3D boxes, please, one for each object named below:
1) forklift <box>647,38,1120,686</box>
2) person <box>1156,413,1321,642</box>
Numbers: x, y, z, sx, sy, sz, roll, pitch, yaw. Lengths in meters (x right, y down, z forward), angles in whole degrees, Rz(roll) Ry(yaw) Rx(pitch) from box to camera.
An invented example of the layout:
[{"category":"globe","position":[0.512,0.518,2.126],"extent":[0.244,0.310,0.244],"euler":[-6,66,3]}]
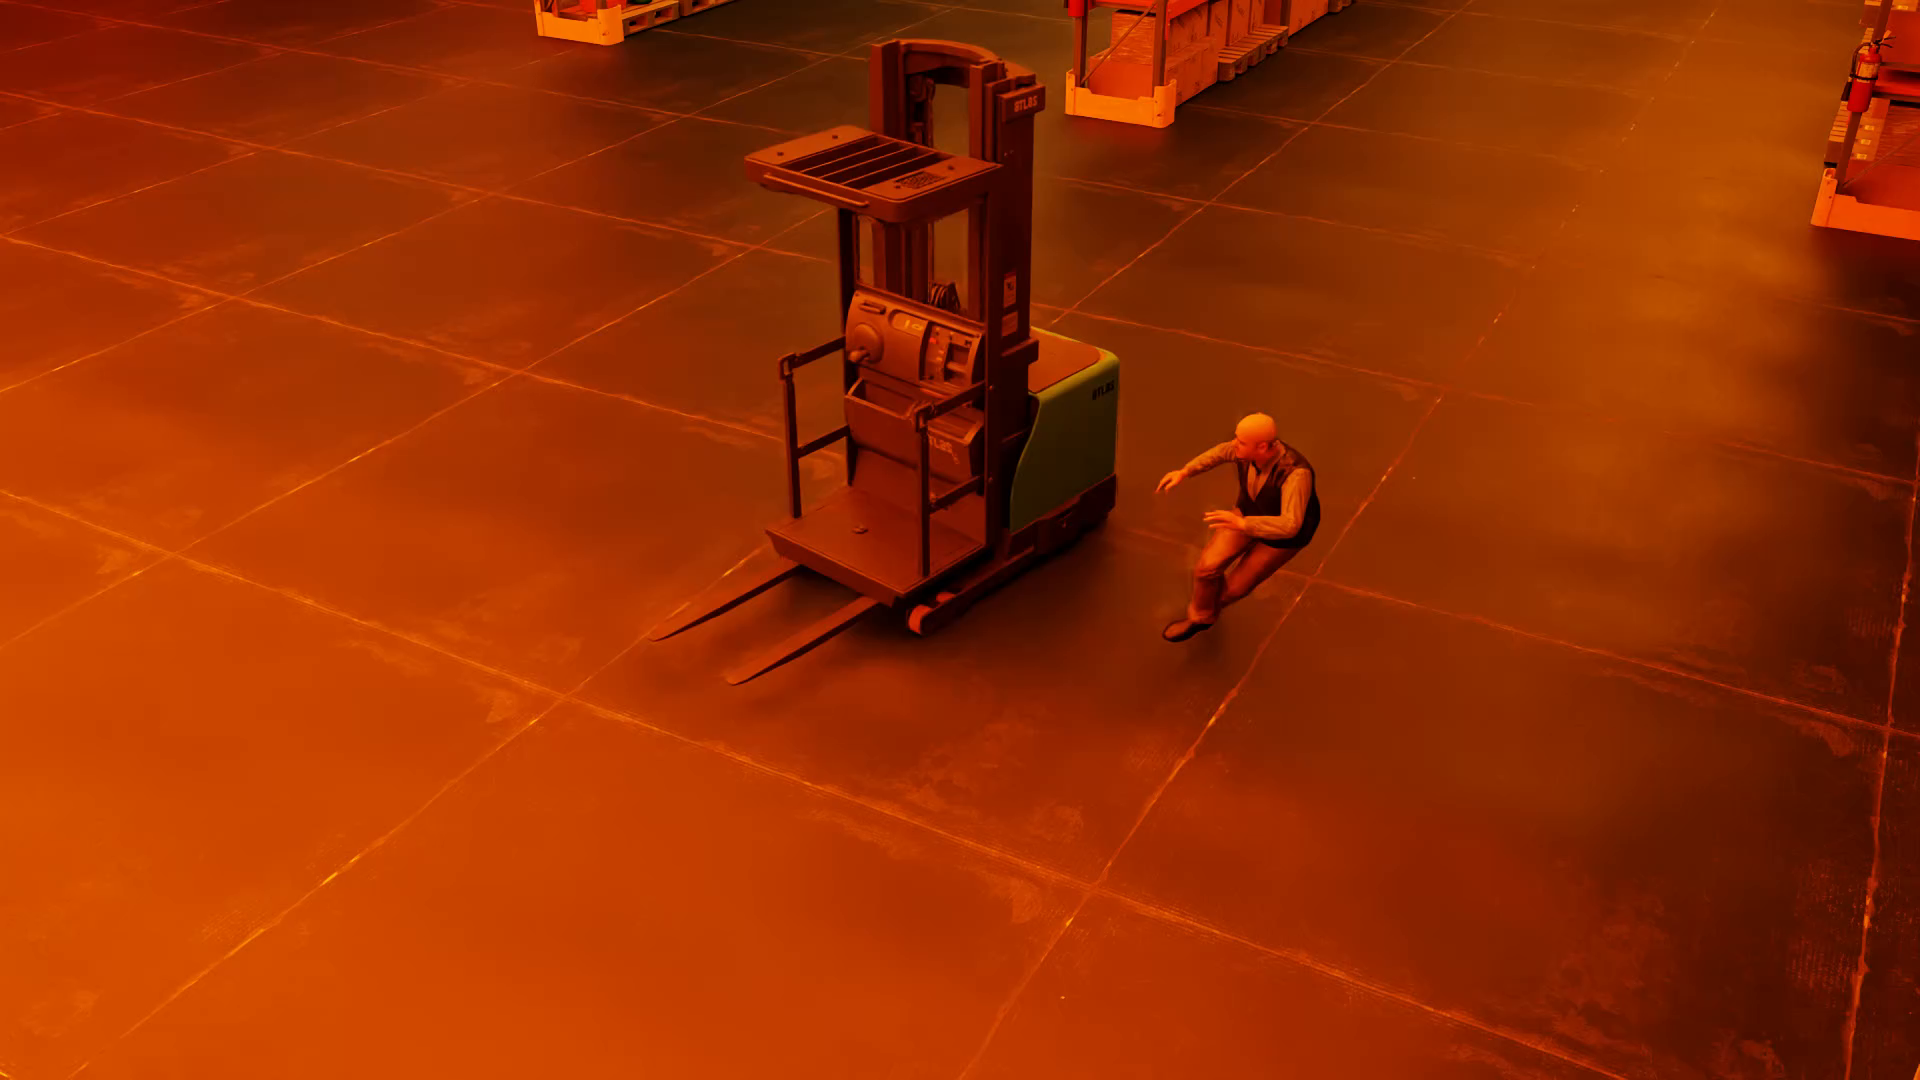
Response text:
[{"category":"forklift","position":[-0.394,-1.031,8.858],"extent":[1.130,2.935,3.031],"euler":[23,37,35]},{"category":"person","position":[1.406,-0.032,8.580],"extent":[0.960,1.492,0.876],"euler":[24,38,36]}]
